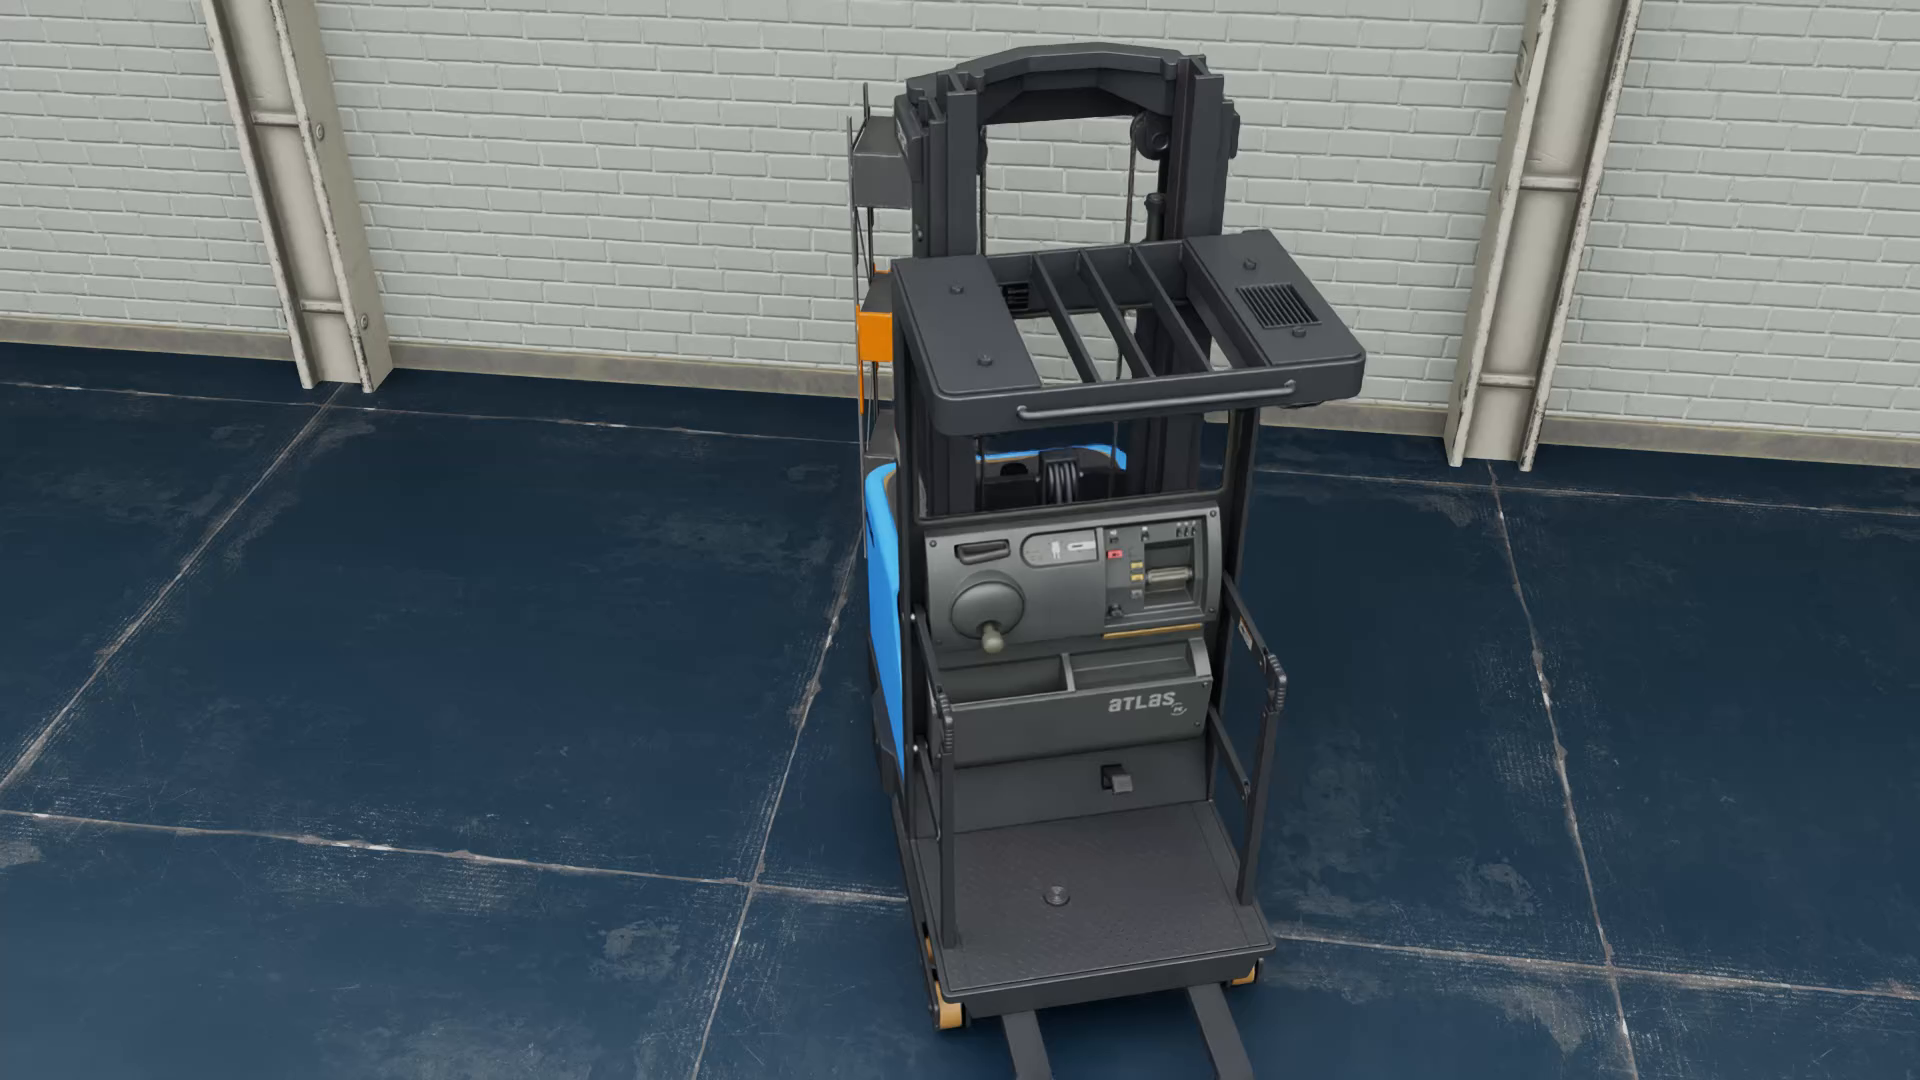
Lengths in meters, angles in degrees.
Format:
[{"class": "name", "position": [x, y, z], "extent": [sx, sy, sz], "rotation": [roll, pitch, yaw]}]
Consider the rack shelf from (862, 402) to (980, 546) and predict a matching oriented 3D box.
[{"class": "rack shelf", "position": [-0.164, -0.286, 7.572], "extent": [0.480, 0.518, 0.431], "rotation": [4, 36, 6]}]

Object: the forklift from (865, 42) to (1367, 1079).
[{"class": "forklift", "position": [0.397, 0.185, 4.967], "extent": [1.130, 2.935, 3.031], "rotation": [-6, 36, -8]}]

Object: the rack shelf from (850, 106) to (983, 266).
[{"class": "rack shelf", "position": [-0.164, -1.426, 6.758], "extent": [0.480, 0.518, 0.431], "rotation": [4, 36, 6]}]

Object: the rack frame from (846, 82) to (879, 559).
[{"class": "rack frame", "position": [-0.406, -0.885, 7.182], "extent": [0.015, 2.100, 0.400], "rotation": [4, 36, 6]}]

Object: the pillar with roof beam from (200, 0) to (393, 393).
[{"class": "pillar with roof beam", "position": [-3.850, -2.069, 2.903], "extent": [0.400, 9.000, 9.100], "rotation": [4, 36, 6]}]

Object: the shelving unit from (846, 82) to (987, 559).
[{"class": "shelving unit", "position": [-0.164, -0.867, 7.157], "extent": [0.503, 2.100, 0.431], "rotation": [4, 36, 6]}]

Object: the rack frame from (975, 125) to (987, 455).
[{"class": "rack frame", "position": [0.078, -0.849, 7.132], "extent": [0.015, 2.100, 0.400], "rotation": [4, 36, 6]}]

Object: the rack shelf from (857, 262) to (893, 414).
[{"class": "rack shelf", "position": [-0.164, -0.856, 7.165], "extent": [0.480, 0.518, 0.431], "rotation": [4, 36, 6]}]

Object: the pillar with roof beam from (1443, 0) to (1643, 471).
[{"class": "pillar with roof beam", "position": [2.101, -1.625, 2.281], "extent": [0.400, 9.000, 9.100], "rotation": [4, 36, 6]}]
